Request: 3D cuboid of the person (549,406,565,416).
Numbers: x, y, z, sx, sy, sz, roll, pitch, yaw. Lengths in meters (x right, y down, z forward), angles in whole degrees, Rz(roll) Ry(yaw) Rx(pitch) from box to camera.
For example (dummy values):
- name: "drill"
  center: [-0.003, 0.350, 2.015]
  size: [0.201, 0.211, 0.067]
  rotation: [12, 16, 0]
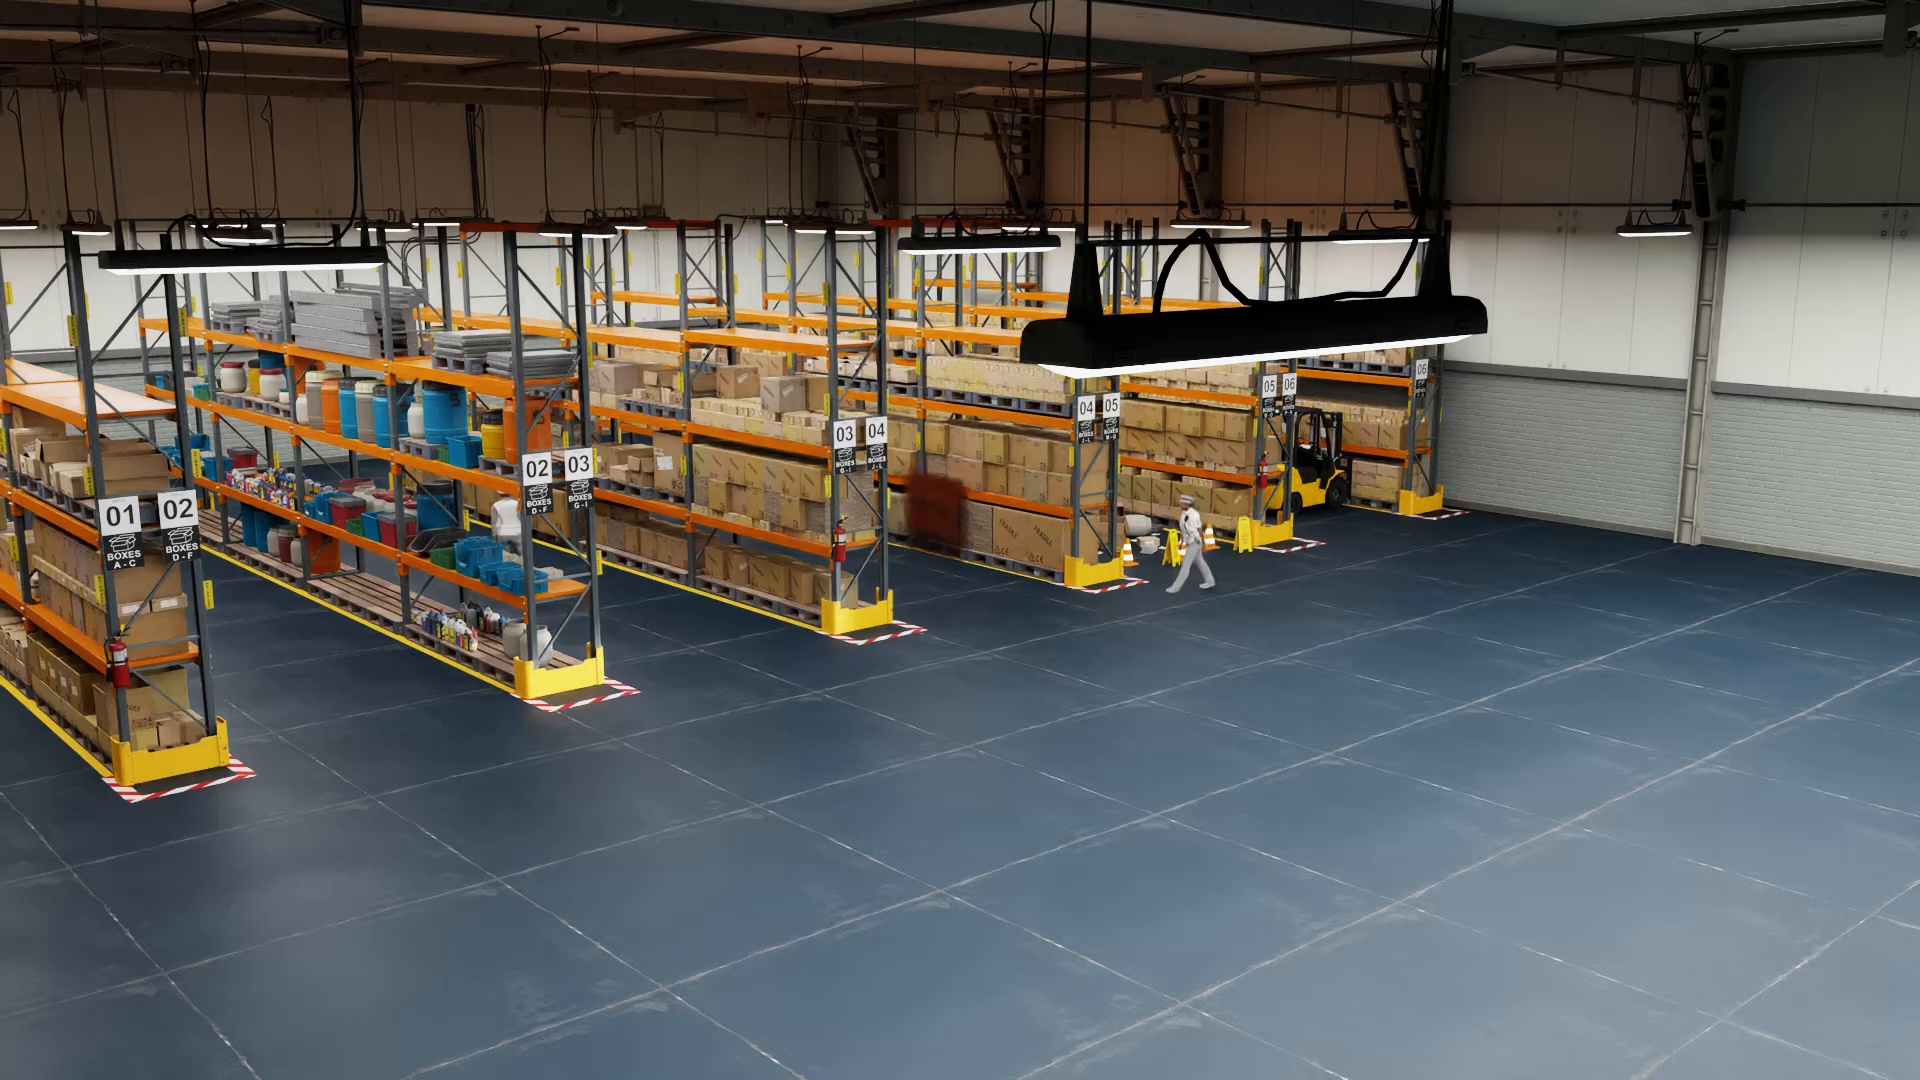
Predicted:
- name: "person"
  center: [-10.207, -3.055, 42.539]
  size: [0.576, 1.714, 1.206]
  rotation: [-2, 12, -10]

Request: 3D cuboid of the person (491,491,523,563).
- name: "person"
  center: [-7.529, -0.073, 27.763]
  size: [0.567, 1.776, 0.479]
  rotation: [-3, 12, -12]

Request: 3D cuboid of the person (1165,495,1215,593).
- name: "person"
  center: [3.806, 0.042, 27.477]
  size: [1.003, 1.592, 0.520]
  rotation: [-4, 12, -20]
